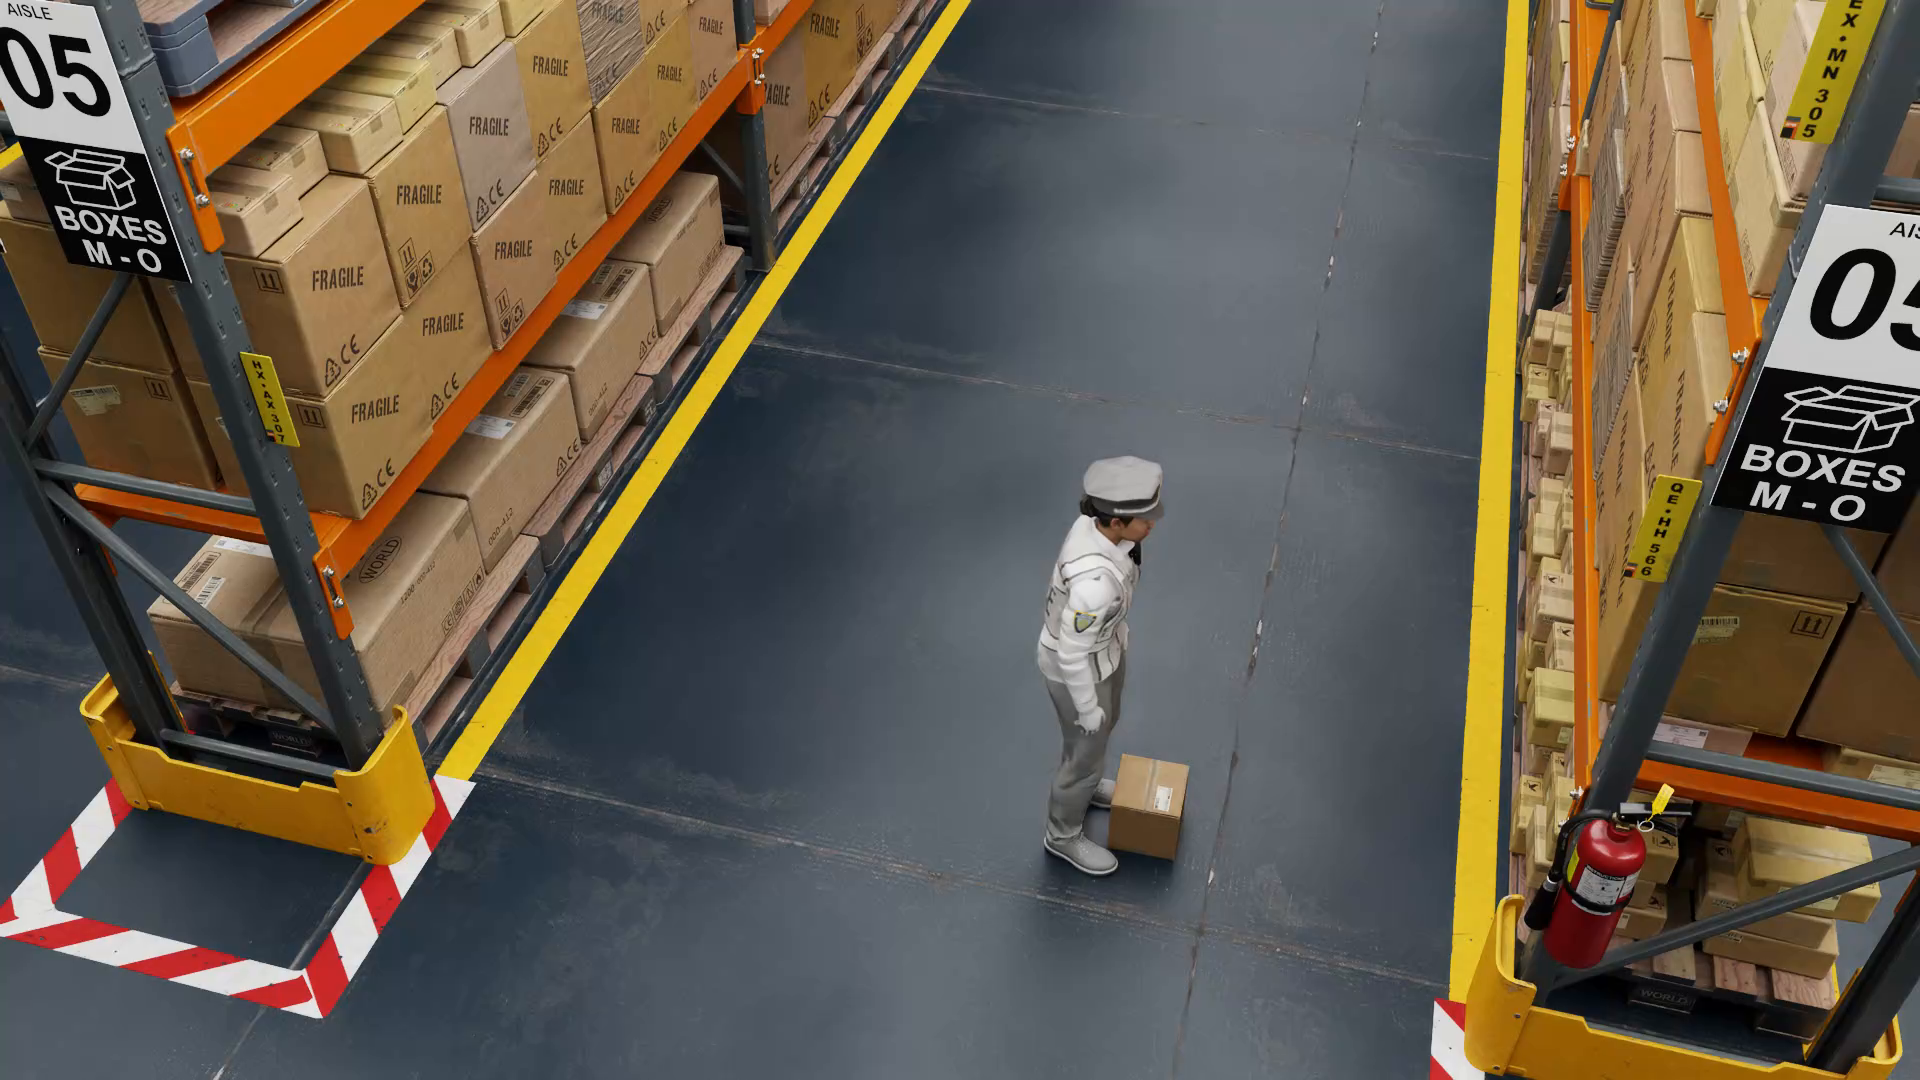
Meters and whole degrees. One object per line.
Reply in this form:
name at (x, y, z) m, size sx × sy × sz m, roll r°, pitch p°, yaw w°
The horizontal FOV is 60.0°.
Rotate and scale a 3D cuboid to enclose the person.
person at (0.456, 0.417, 5.681) m, size 0.371 × 1.663 × 0.530 m, roll 10°, pitch 42°, yaw 12°
